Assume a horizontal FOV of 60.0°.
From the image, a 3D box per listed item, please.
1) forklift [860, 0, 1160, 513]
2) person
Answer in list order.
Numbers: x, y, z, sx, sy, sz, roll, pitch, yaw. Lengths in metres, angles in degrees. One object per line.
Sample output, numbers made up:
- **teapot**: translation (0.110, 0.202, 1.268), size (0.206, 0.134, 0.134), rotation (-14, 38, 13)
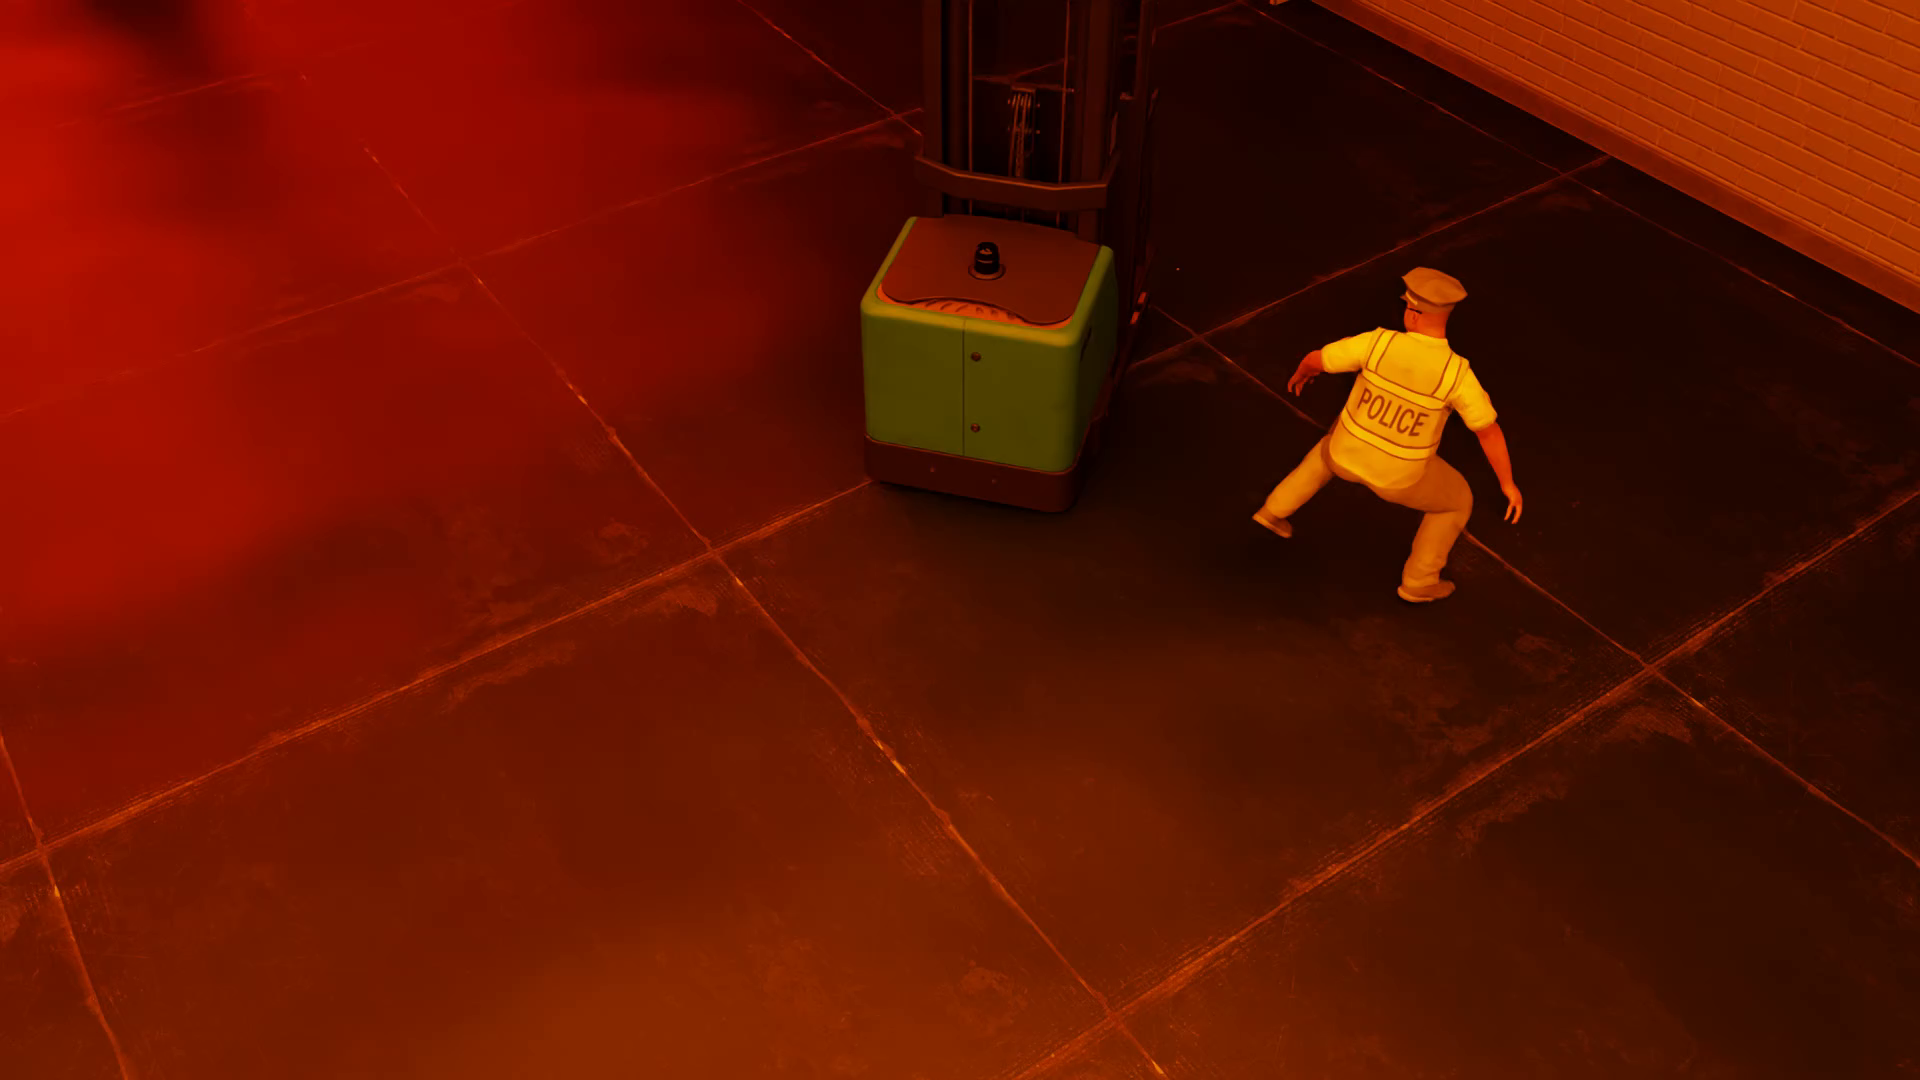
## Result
- **forklift**: translation (0.427, -2.222, 8.127), size (1.130, 2.935, 3.031), rotation (11, 44, 12)
- **person**: translation (1.900, -0.397, 7.174), size (1.141, 1.641, 0.508), rotation (27, 49, 26)
